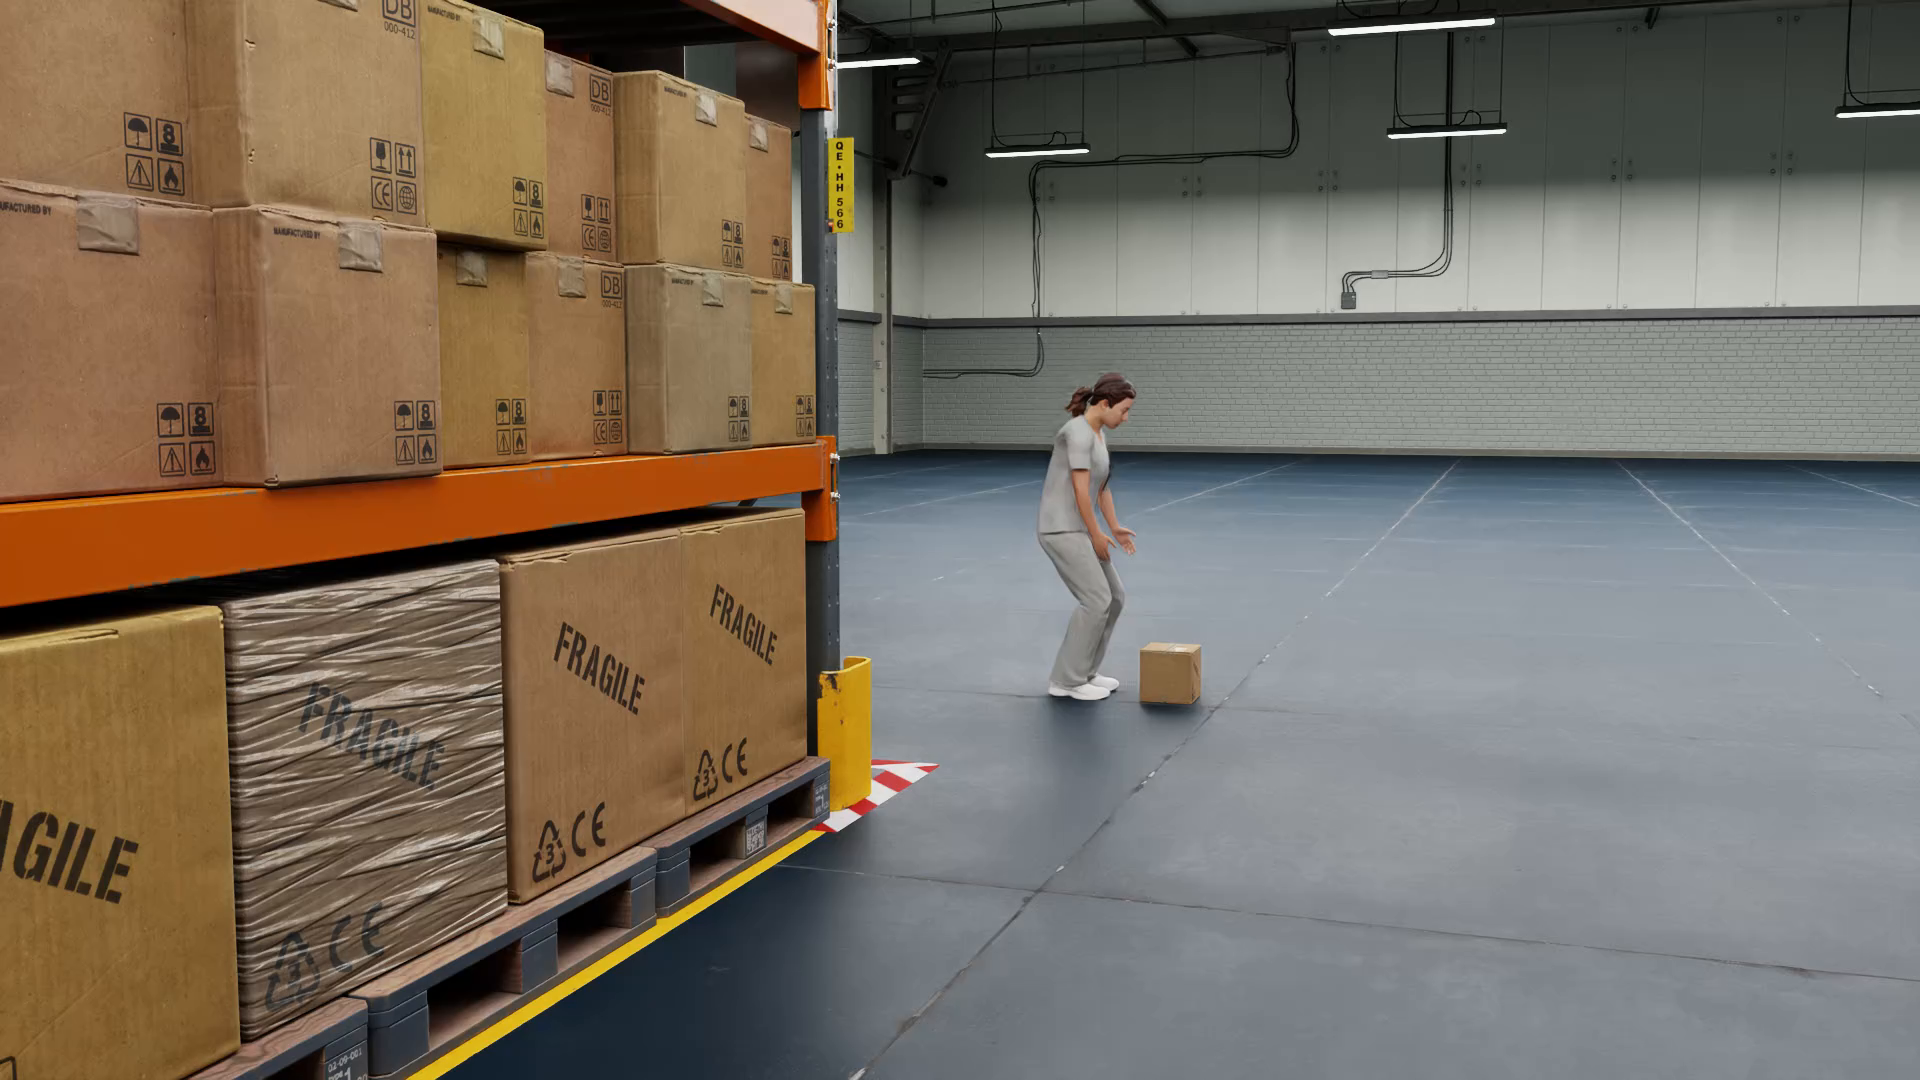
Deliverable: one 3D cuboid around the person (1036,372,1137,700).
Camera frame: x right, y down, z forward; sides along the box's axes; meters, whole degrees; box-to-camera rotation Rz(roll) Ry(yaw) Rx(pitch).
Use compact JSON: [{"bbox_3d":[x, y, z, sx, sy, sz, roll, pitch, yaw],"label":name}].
[{"bbox_3d":[0.624,-0.028,8.115,0.464,1.574,0.475,2,6,20],"label":"person"}]
